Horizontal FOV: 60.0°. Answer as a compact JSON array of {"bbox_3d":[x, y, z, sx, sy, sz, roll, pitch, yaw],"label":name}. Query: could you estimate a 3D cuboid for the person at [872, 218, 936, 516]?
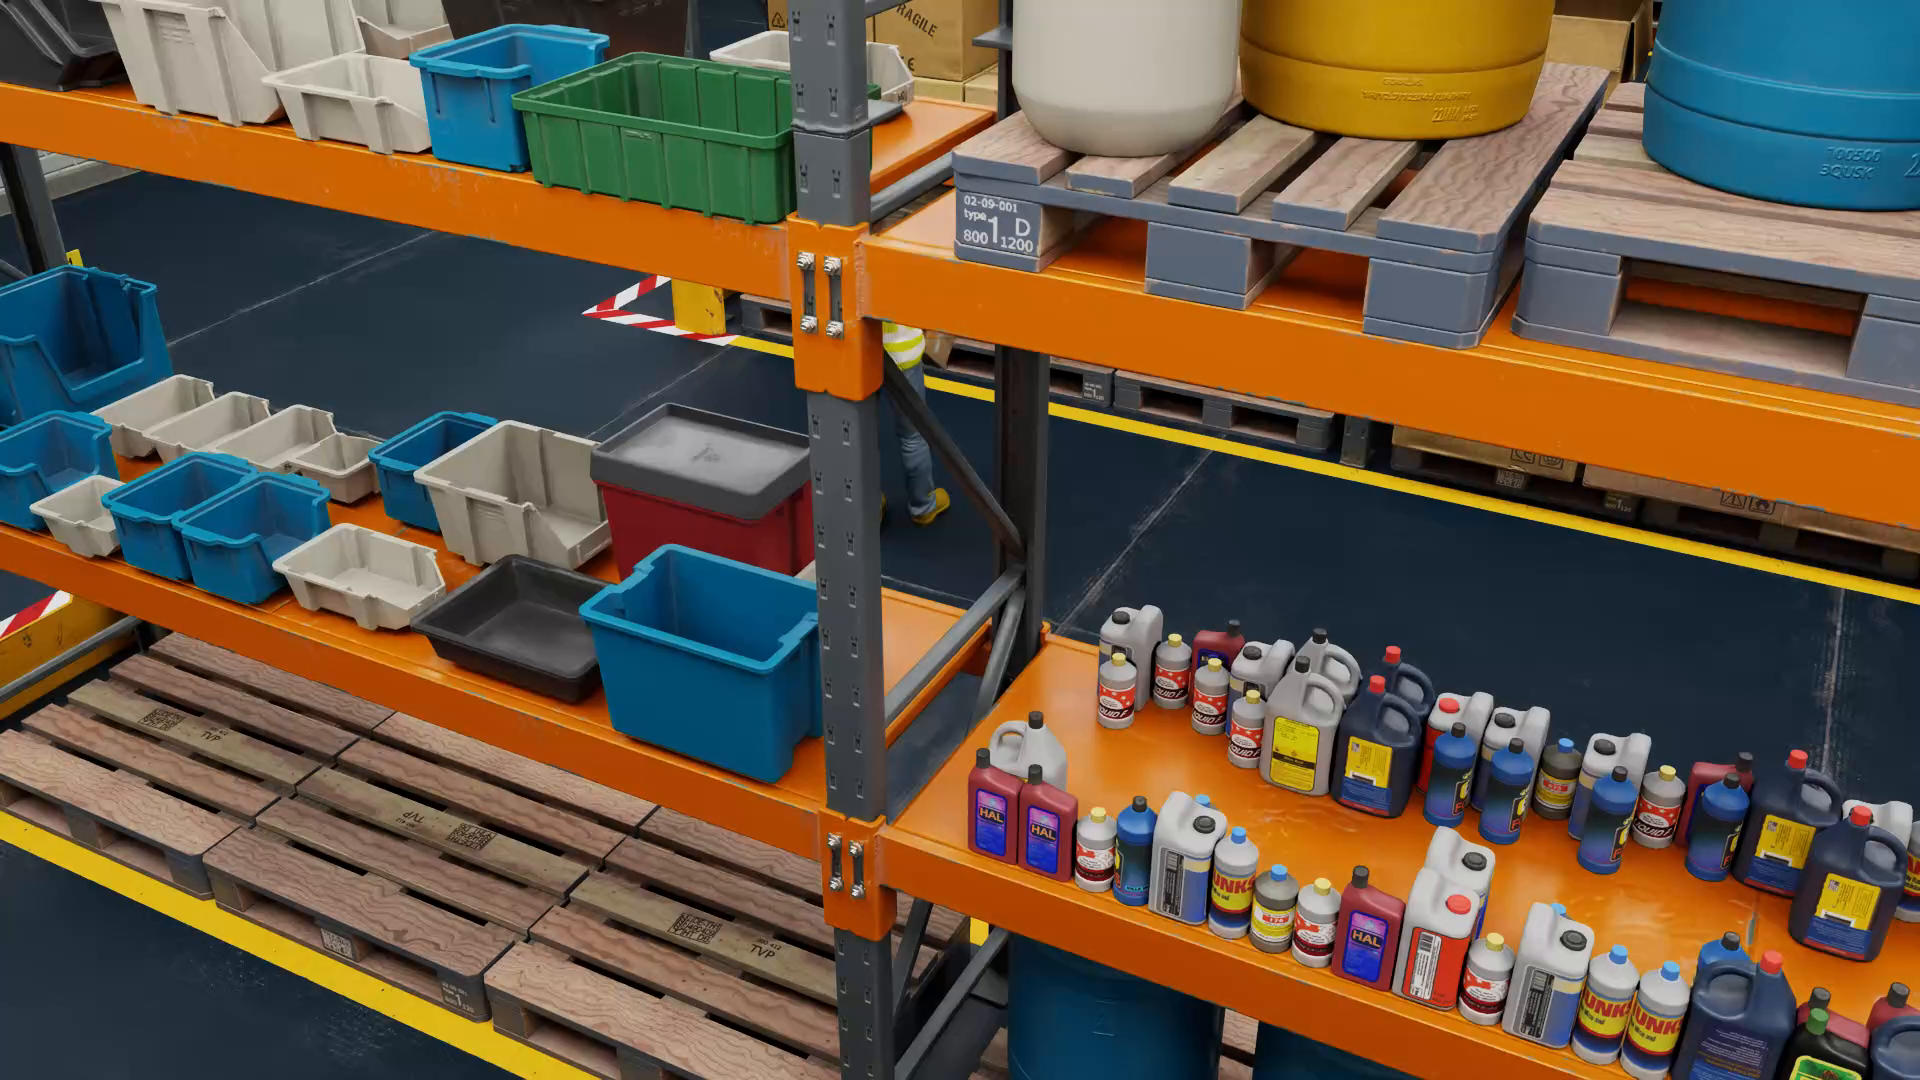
[{"bbox_3d":[-0.377,-0.885,7.575,0.534,1.707,0.513,1,30,1],"label":"person"}]
